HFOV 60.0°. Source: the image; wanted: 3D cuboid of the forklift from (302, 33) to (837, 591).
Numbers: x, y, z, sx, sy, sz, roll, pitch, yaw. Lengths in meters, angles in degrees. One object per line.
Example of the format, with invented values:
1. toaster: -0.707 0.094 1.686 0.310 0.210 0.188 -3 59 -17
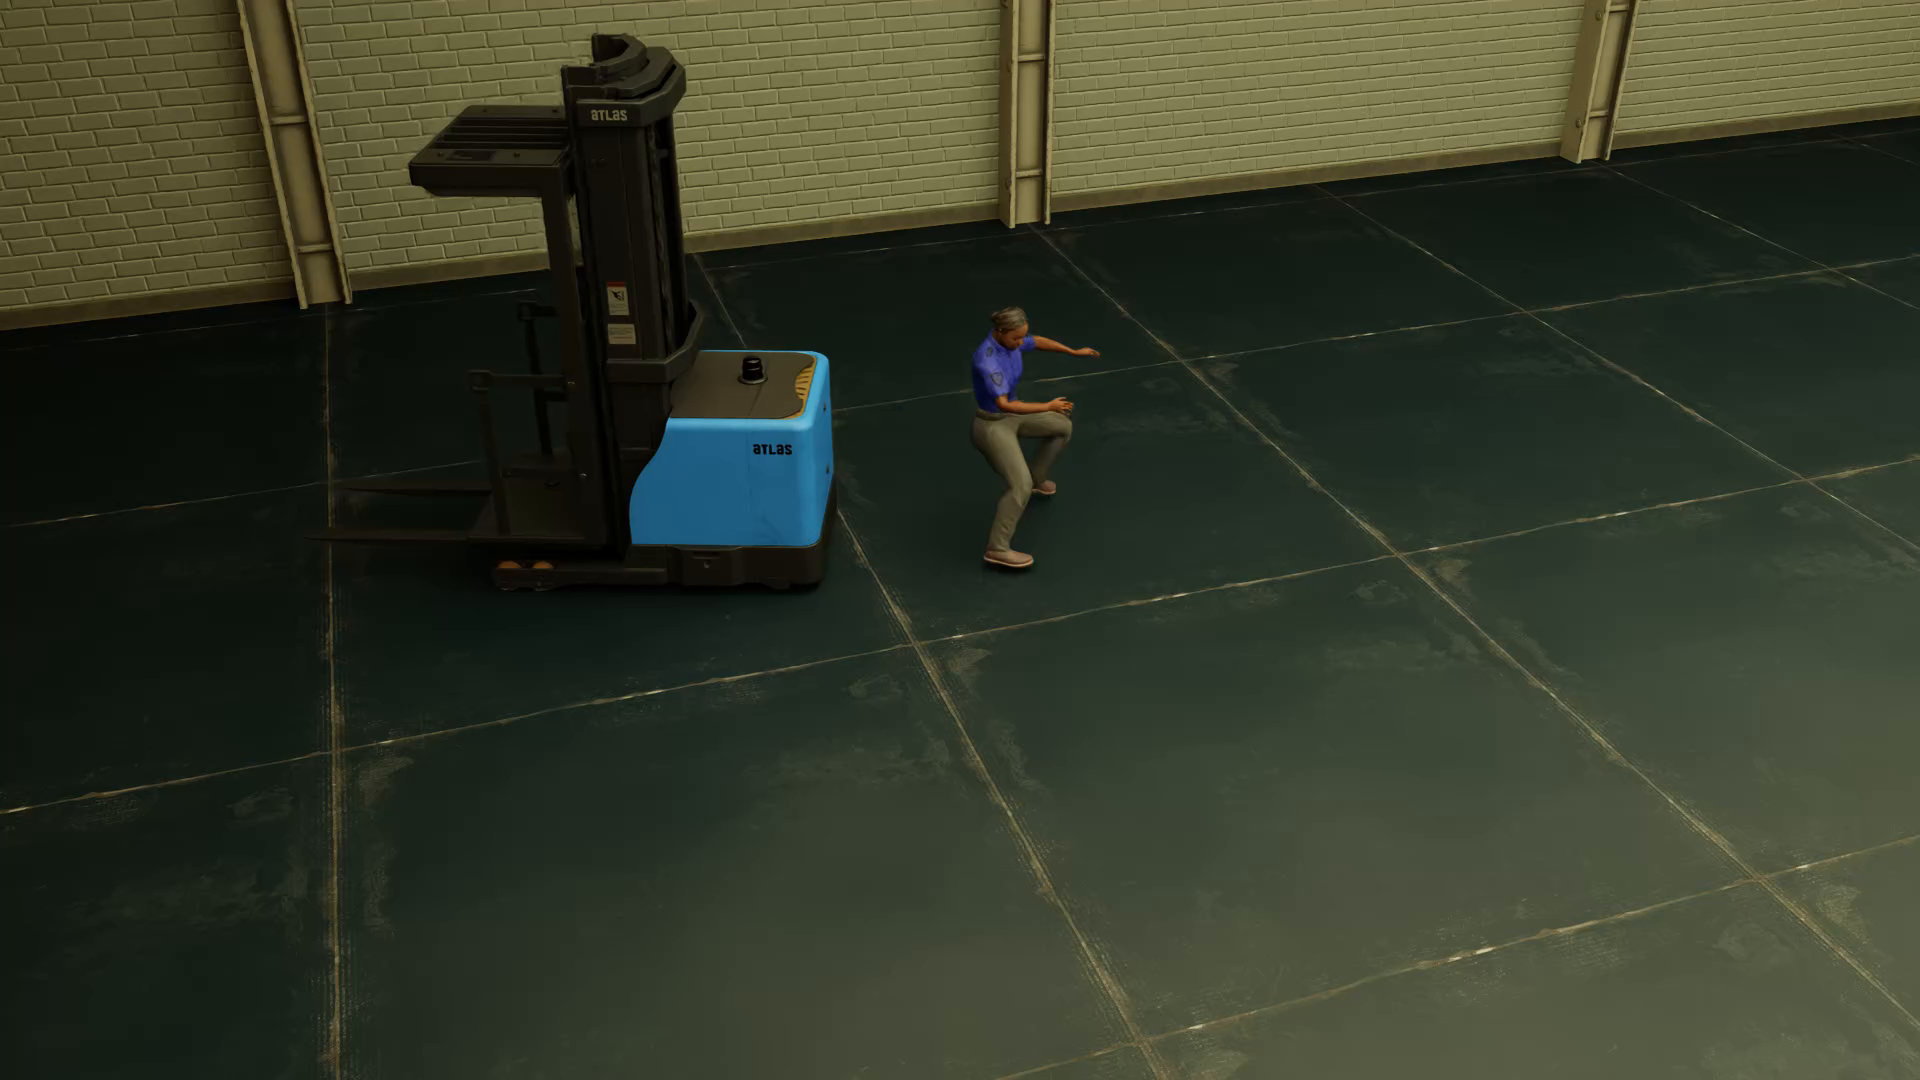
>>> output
1. forklift: -2.285 -1.240 9.242 3.031 2.935 1.130 1 30 1

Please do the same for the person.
1. person: 0.408 -0.693 9.719 0.682 1.426 1.000 14 33 23
